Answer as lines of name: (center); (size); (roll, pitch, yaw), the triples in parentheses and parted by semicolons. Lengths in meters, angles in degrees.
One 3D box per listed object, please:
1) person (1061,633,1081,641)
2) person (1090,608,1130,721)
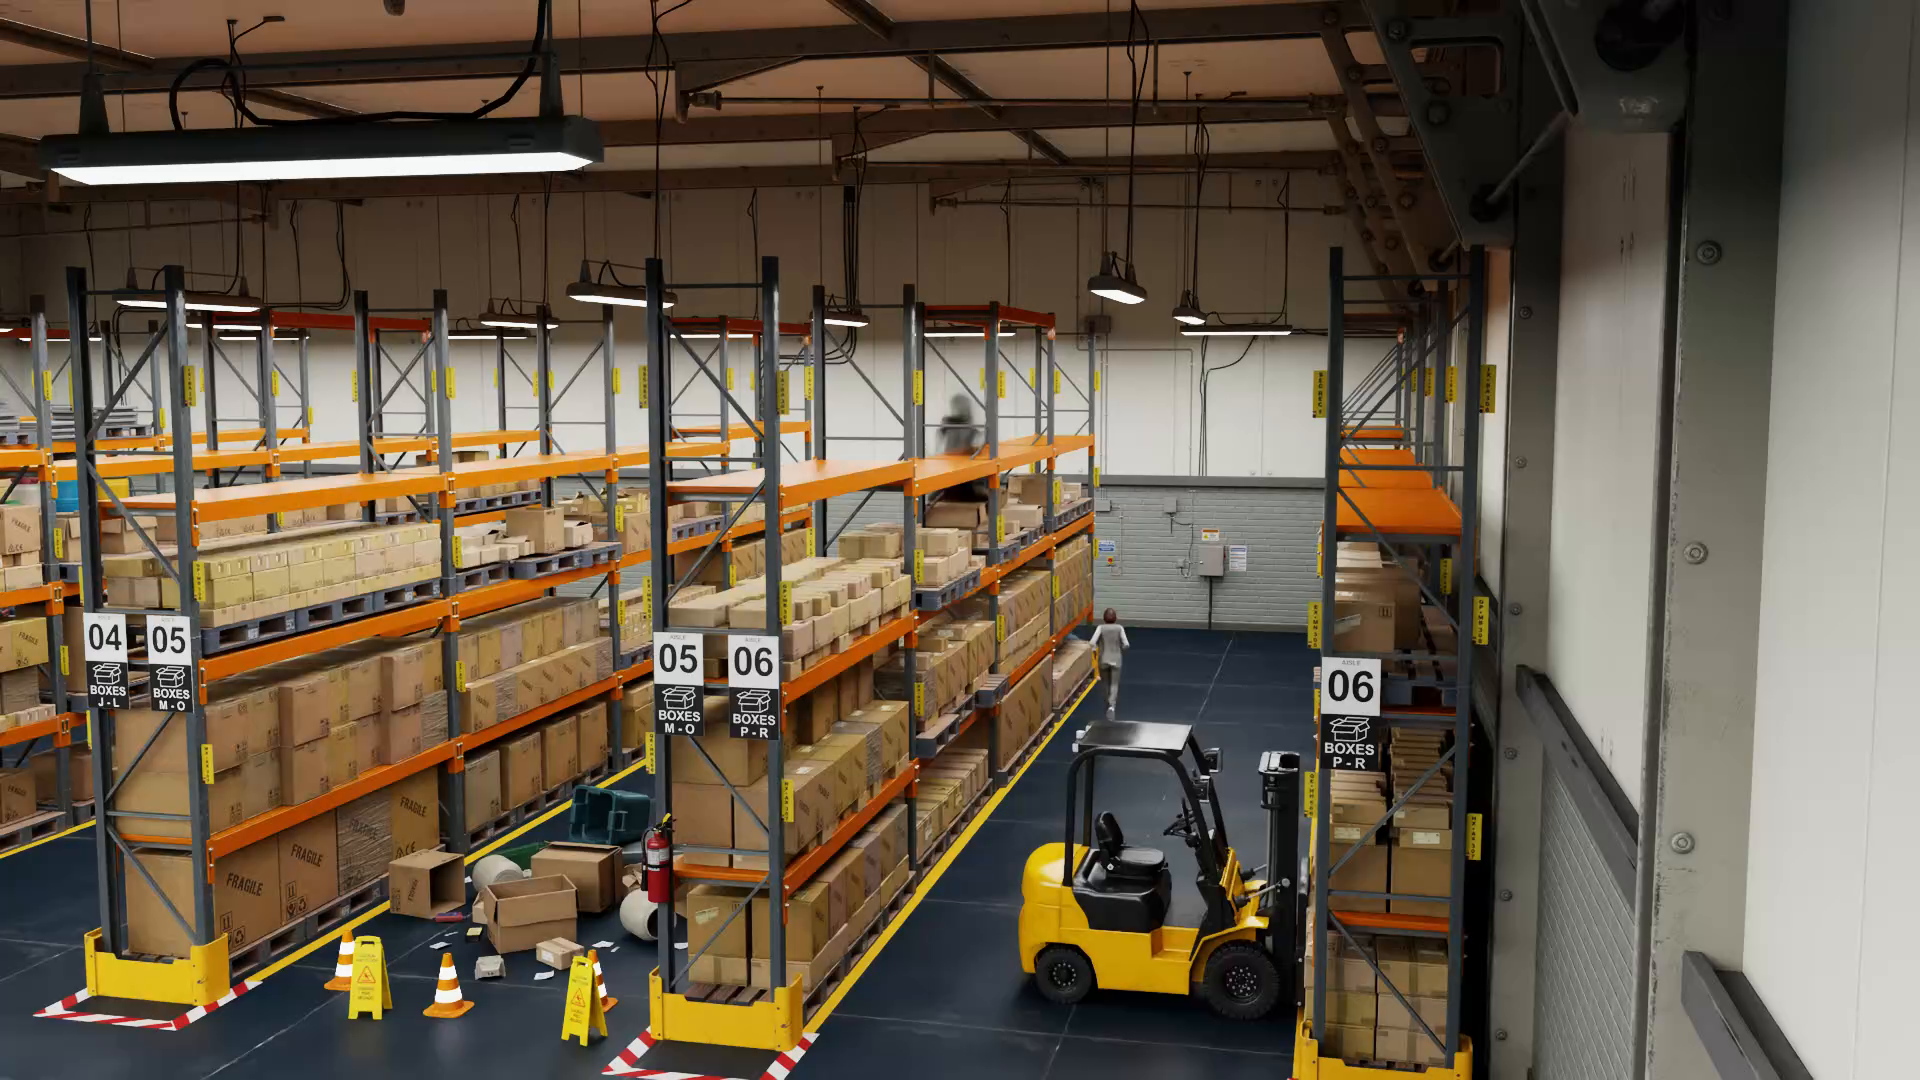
person: (1.847, 1.318, 29.587); (0.914, 1.762, 0.733); (4, 7, 35)
person: (2.099, 1.741, 23.280); (0.544, 1.599, 0.768); (1, 6, 7)
